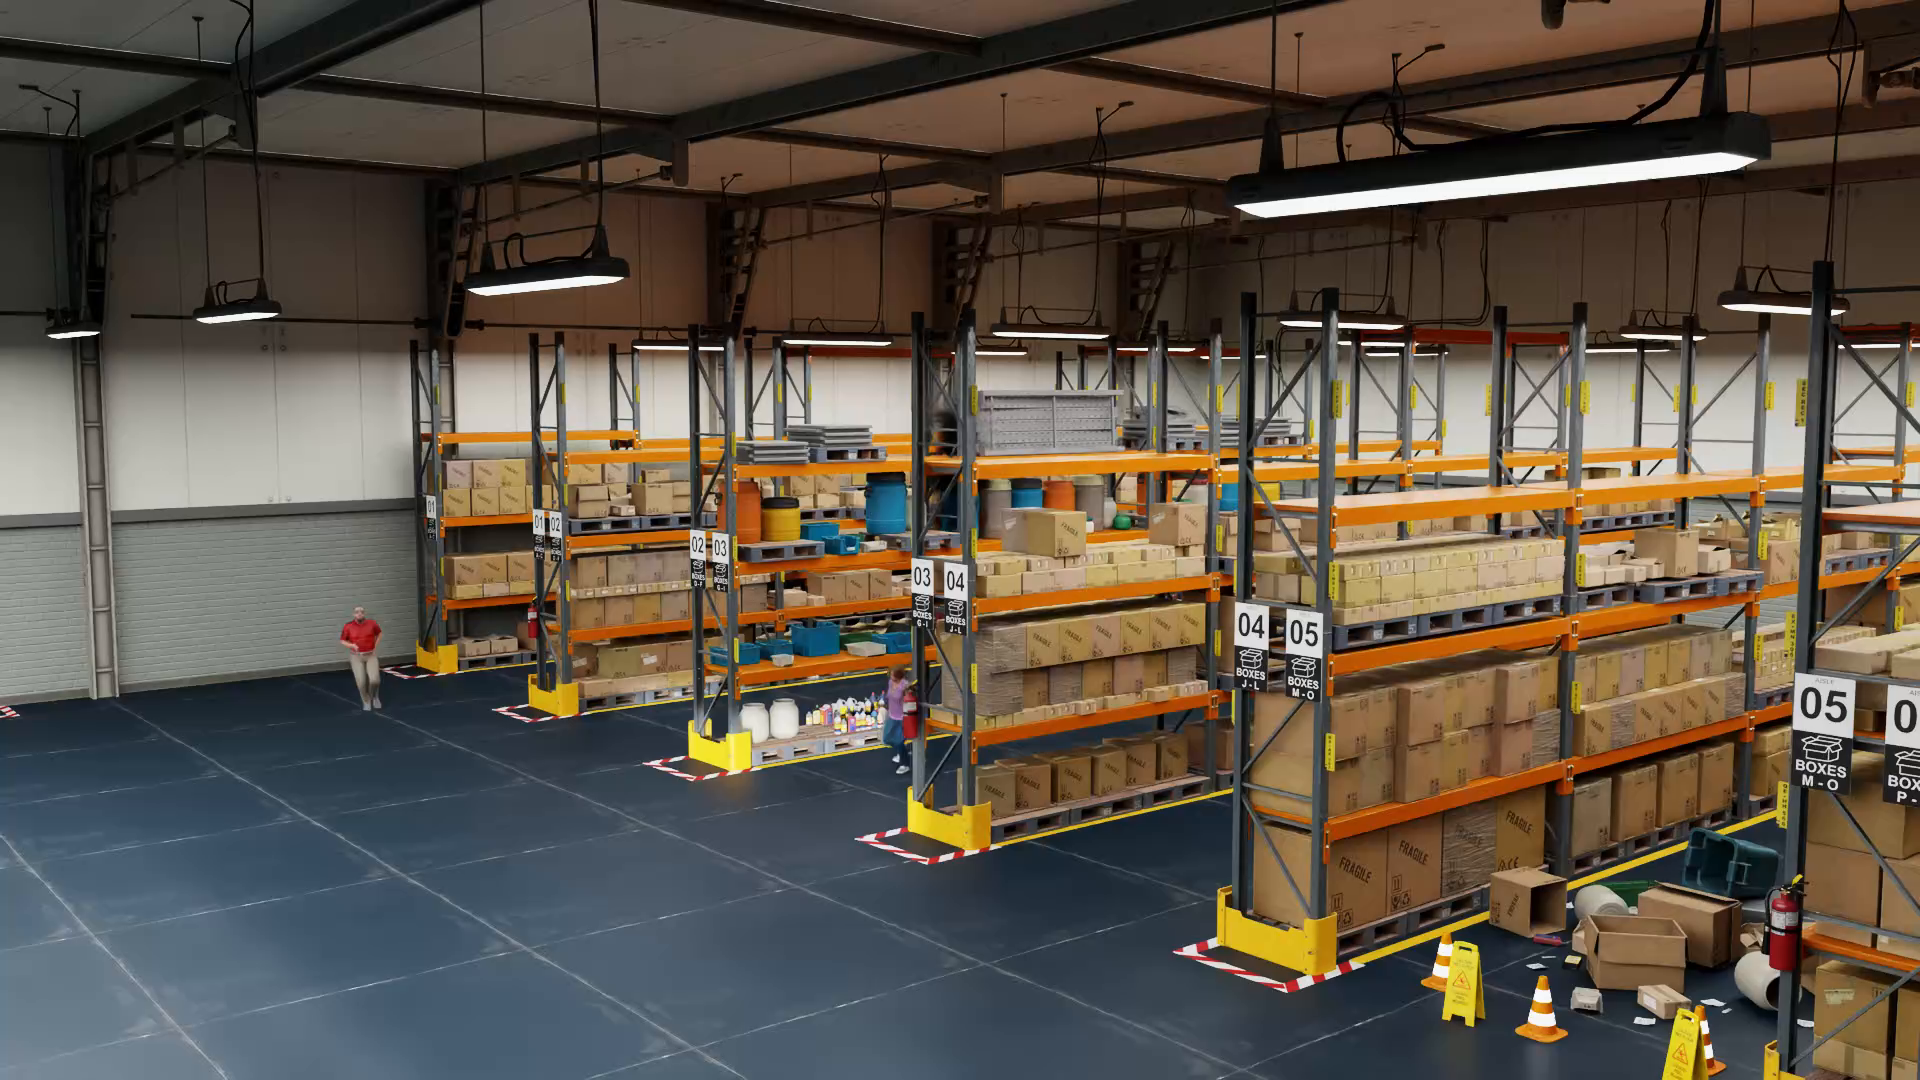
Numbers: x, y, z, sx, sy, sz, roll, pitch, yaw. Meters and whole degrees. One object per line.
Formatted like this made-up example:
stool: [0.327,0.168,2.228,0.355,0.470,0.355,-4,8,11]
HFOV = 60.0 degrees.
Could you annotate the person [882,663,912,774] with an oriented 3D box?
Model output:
person: [-0.774,2.364,22.103,0.659,1.505,0.601,5,7,44]

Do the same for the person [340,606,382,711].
person: [-9.477,1.899,26.397,0.643,1.712,0.575,-2,6,-24]
